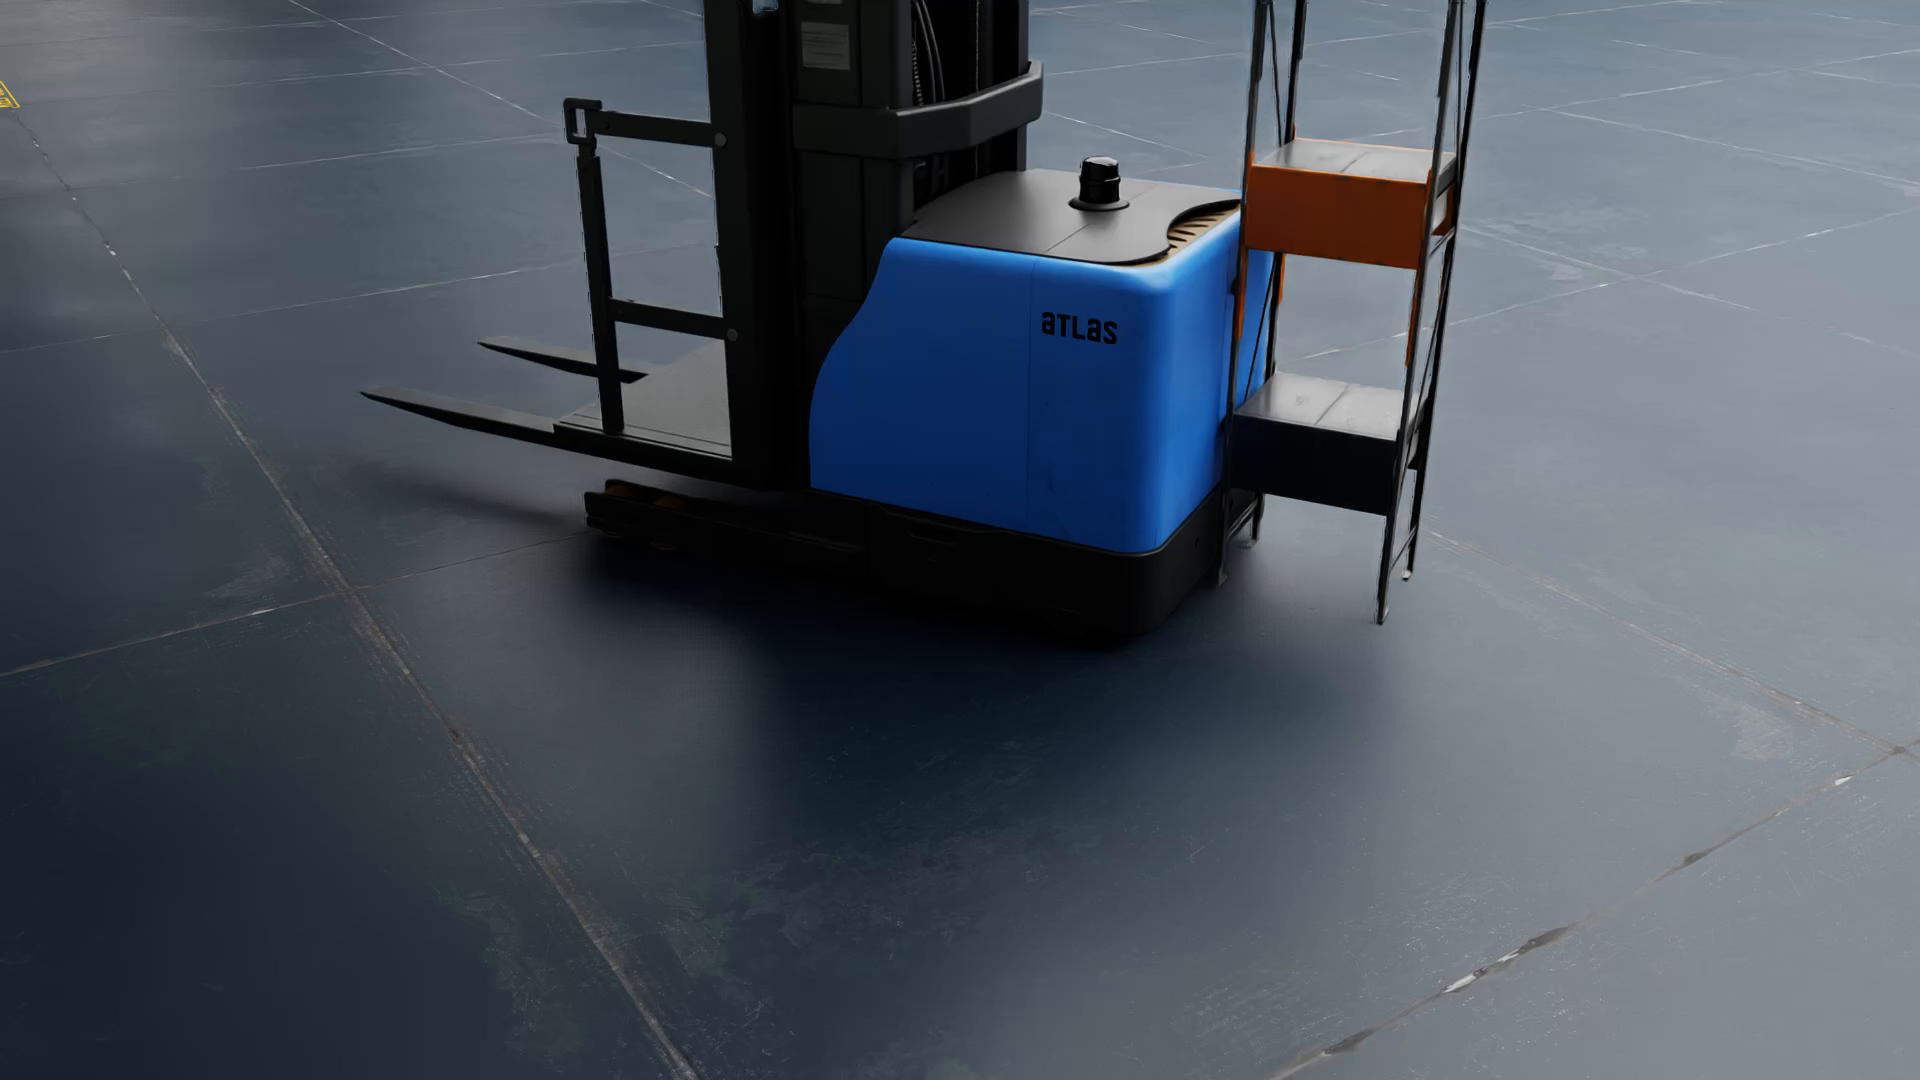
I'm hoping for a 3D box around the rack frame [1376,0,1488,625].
[{"bbox_3d":[1.284,-0.784,4.451,0.015,2.100,0.400,12,28,24],"label":"rack frame"}]

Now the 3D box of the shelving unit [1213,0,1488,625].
[{"bbox_3d":[1.066,-0.831,4.551,0.503,2.100,0.431,12,28,24],"label":"shelving unit"}]

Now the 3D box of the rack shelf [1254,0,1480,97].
[{"bbox_3d":[1.066,-1.452,4.258,0.480,0.518,0.431,12,28,24],"label":"rack shelf"}]

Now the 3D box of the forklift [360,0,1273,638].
[{"bbox_3d":[-0.607,-1.479,4.949,3.031,2.935,1.130,12,28,24],"label":"forklift"}]

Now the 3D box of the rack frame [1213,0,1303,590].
[{"bbox_3d":[0.849,-0.878,4.651,0.015,2.100,0.400,12,28,24],"label":"rack frame"}]

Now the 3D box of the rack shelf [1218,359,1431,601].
[{"bbox_3d":[1.066,-0.186,4.856,0.480,0.518,0.431,12,28,24],"label":"rack shelf"}]

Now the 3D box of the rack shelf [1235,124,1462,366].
[{"bbox_3d":[1.066,-0.819,4.557,0.480,0.518,0.431,12,28,24],"label":"rack shelf"}]
